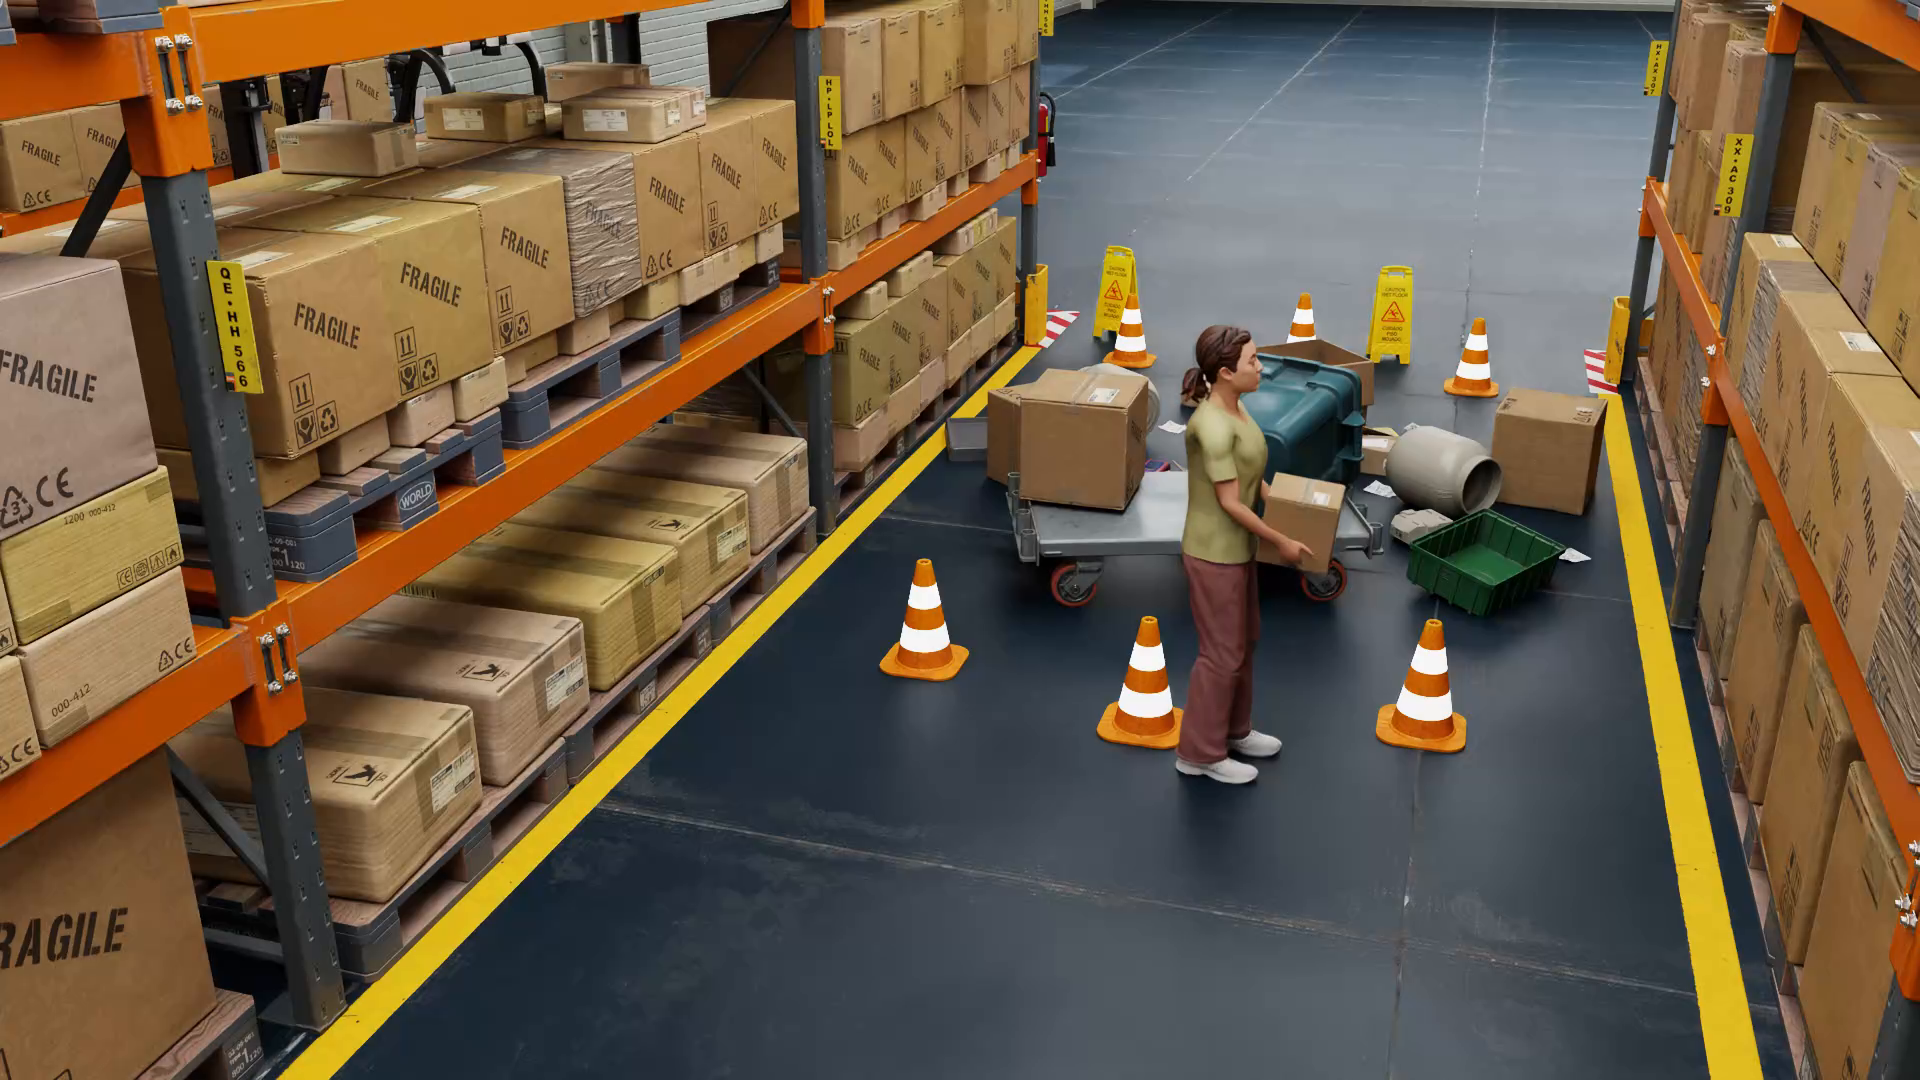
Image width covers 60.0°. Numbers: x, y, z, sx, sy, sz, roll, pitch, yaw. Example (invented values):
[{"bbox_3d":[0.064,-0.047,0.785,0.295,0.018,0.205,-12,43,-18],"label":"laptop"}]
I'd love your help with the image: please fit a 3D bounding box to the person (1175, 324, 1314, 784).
[{"bbox_3d":[1.019,0.062,5.963,0.506,1.653,0.452,6,23,15],"label":"person"}]
